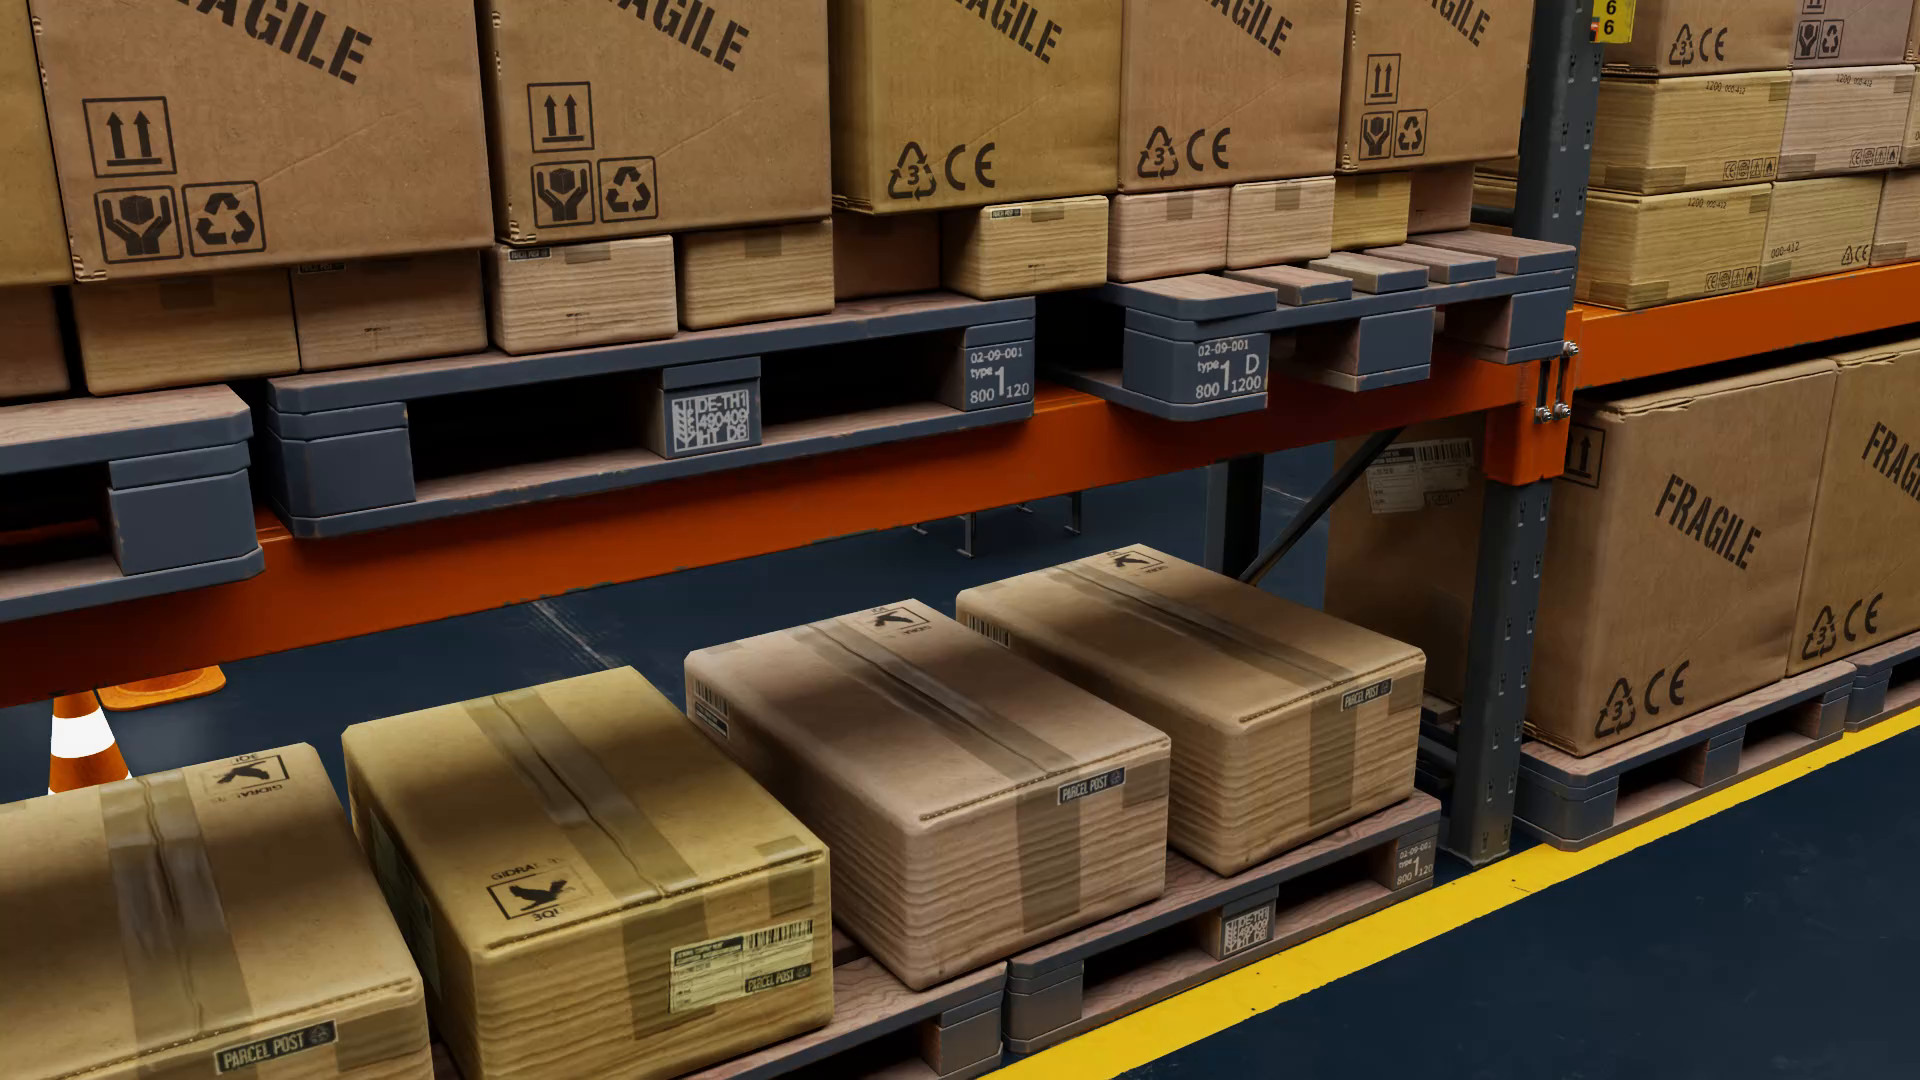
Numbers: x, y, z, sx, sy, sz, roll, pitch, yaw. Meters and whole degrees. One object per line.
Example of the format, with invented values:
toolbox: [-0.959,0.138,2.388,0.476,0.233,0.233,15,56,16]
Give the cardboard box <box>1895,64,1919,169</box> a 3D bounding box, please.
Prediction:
cardboard box: [2.408,-1.148,4.410,0.500,0.250,0.500,-12,22,-32]

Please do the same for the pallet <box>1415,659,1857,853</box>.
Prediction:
pallet: [1.693,0.419,4.677,1.213,0.211,1.003,-12,22,-31]

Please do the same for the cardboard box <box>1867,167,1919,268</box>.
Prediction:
cardboard box: [2.401,-0.917,4.509,0.500,0.250,0.500,-11,22,-30]

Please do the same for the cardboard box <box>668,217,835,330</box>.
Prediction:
cardboard box: [-0.402,-0.449,2.625,0.250,0.149,0.380,-13,22,-33]

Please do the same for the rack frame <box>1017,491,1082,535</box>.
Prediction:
rack frame: [0.342,-1.067,6.122,0.015,2.100,0.400,-12,22,-31]

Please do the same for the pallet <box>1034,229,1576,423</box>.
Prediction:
pallet: [0.457,-0.539,3.454,1.003,0.211,1.213,-12,22,-31]

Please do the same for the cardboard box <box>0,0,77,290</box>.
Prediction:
cardboard box: [-1.380,-0.560,1.943,0.500,0.500,0.500,-12,22,-31]

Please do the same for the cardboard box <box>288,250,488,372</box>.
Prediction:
cardboard box: [-0.859,-0.361,2.365,0.250,0.149,0.380,-12,22,-31]

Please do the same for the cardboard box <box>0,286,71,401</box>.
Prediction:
cardboard box: [-1.304,-0.284,2.137,0.250,0.149,0.380,-10,21,-28]

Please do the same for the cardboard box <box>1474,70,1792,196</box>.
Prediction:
cardboard box: [1.552,-0.973,3.891,0.500,0.250,0.500,-12,22,-32]

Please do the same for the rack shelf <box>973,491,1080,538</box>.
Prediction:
rack shelf: [0.138,-0.348,6.223,0.480,0.518,0.431,-12,22,-31]

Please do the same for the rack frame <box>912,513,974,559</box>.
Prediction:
rack frame: [-0.066,-0.981,5.868,0.015,2.100,0.400,-12,22,-31]

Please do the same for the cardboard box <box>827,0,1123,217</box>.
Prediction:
cardboard box: [-0.080,-0.833,2.749,0.500,0.500,0.500,-14,23,-35]

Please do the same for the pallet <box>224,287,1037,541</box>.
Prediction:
pallet: [-0.638,-0.333,2.846,1.213,0.211,1.003,-12,22,-31]

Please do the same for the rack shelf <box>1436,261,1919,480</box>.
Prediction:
rack shelf: [2.664,-0.795,5.036,4.000,0.370,1.077,-12,22,-31]

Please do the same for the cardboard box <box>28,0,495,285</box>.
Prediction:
cardboard box: [-0.960,-0.644,2.189,0.500,0.500,0.500,-12,22,-32]

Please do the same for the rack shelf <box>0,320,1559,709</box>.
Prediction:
rack shelf: [-0.677,-0.090,2.952,4.000,0.370,1.077,-12,22,-31]

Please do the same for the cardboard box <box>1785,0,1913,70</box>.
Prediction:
cardboard box: [1.949,-1.416,4.032,0.500,0.500,0.500,-12,22,-31]

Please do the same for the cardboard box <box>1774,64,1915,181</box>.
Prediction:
cardboard box: [1.984,-1.063,4.160,0.500,0.250,0.500,-11,22,-30]

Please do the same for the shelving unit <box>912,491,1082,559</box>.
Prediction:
shelving unit: [0.138,-1.024,5.995,0.503,2.100,0.431,-12,22,-31]

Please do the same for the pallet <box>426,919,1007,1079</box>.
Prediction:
pallet: [-0.678,0.888,3.288,1.213,0.211,1.003,-12,22,-31]

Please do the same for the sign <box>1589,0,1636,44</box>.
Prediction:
sign: [1.300,-1.151,3.282,0.005,0.325,0.100,-12,22,-31]

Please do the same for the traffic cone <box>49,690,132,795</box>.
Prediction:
traffic cone: [-2.082,0.530,3.955,0.334,0.463,0.336,-12,22,-31]

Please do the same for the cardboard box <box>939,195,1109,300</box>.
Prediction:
cardboard box: [0.042,-0.525,2.852,0.250,0.149,0.380,-11,22,-30]

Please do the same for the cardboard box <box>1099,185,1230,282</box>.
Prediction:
cardboard box: [0.264,-0.578,3.006,0.250,0.149,0.380,-13,23,-34]

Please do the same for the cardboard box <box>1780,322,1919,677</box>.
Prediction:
cardboard box: [2.363,-0.231,4.907,0.875,0.875,0.875,-12,22,-31]

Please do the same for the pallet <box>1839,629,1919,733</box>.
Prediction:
pallet: [2.711,0.205,5.308,1.213,0.211,1.003,-12,22,-31]

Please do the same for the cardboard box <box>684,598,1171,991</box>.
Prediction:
cardboard box: [-0.096,0.491,3.555,0.625,0.372,0.950,-12,22,-32]

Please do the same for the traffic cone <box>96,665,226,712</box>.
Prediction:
traffic cone: [-2.390,0.211,4.897,0.334,0.463,0.336,-12,22,-31]

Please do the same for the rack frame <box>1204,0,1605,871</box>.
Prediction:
rack frame: [0.993,-0.784,3.879,0.127,3.000,1.000,-12,22,-31]

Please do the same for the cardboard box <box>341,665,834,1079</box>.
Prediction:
cardboard box: [-0.733,0.623,3.165,0.625,0.372,0.950,-11,22,-30]

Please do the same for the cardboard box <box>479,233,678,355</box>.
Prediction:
cardboard box: [-0.608,-0.394,2.463,0.250,0.149,0.380,-11,22,-29]

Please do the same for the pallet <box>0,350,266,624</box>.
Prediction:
pallet: [-1.629,-0.084,2.109,1.213,0.211,1.003,-12,22,-31]

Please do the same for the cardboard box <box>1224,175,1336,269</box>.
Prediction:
cardboard box: [0.479,-0.620,3.131,0.250,0.149,0.380,-12,22,-32]

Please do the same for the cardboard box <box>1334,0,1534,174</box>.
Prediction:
cardboard box: [0.766,-1.016,3.291,0.500,0.500,0.500,-13,22,-33]

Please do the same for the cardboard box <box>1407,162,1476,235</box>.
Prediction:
cardboard box: [0.849,-0.743,3.495,0.250,0.149,0.380,-11,22,-29]

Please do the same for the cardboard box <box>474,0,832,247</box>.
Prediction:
cardboard box: [-0.537,-0.737,2.466,0.500,0.500,0.500,-13,23,-34]

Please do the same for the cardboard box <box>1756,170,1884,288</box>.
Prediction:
cardboard box: [1.959,-0.827,4.240,0.500,0.250,0.500,-13,22,-33]

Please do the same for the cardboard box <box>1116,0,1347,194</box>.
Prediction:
cardboard box: [0.341,-0.922,3.013,0.500,0.500,0.500,-12,22,-32]

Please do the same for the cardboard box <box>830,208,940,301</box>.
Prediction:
cardboard box: [-0.237,-0.515,2.821,0.250,0.149,0.380,-12,22,-31]

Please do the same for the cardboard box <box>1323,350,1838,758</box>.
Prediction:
cardboard box: [1.616,-0.075,4.446,0.875,0.875,0.875,-12,22,-32]

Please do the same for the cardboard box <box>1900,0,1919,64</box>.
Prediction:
cardboard box: [2.389,-1.503,4.290,0.500,0.500,0.500,-11,22,-30]

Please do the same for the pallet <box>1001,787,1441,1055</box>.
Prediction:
pallet: [0.340,0.675,3.919,1.213,0.211,1.003,-12,22,-31]

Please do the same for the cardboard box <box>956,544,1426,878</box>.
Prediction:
cardboard box: [0.516,0.359,3.946,0.625,0.372,0.950,-14,23,-35]

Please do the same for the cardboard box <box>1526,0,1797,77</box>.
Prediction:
cardboard box: [1.540,-1.326,3.766,0.500,0.500,0.500,-13,22,-33]

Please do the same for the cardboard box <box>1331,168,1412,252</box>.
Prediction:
cardboard box: [0.665,-0.676,3.298,0.250,0.149,0.380,-12,22,-31]

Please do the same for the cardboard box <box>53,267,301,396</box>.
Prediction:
cardboard box: [-1.066,-0.318,2.238,0.250,0.149,0.380,-12,22,-31]

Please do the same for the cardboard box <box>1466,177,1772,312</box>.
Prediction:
cardboard box: [1.540,-0.731,3.959,0.500,0.250,0.500,-12,22,-32]

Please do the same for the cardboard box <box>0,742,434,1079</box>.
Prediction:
cardboard box: [-1.312,0.746,2.801,0.625,0.372,0.950,-10,21,-28]
